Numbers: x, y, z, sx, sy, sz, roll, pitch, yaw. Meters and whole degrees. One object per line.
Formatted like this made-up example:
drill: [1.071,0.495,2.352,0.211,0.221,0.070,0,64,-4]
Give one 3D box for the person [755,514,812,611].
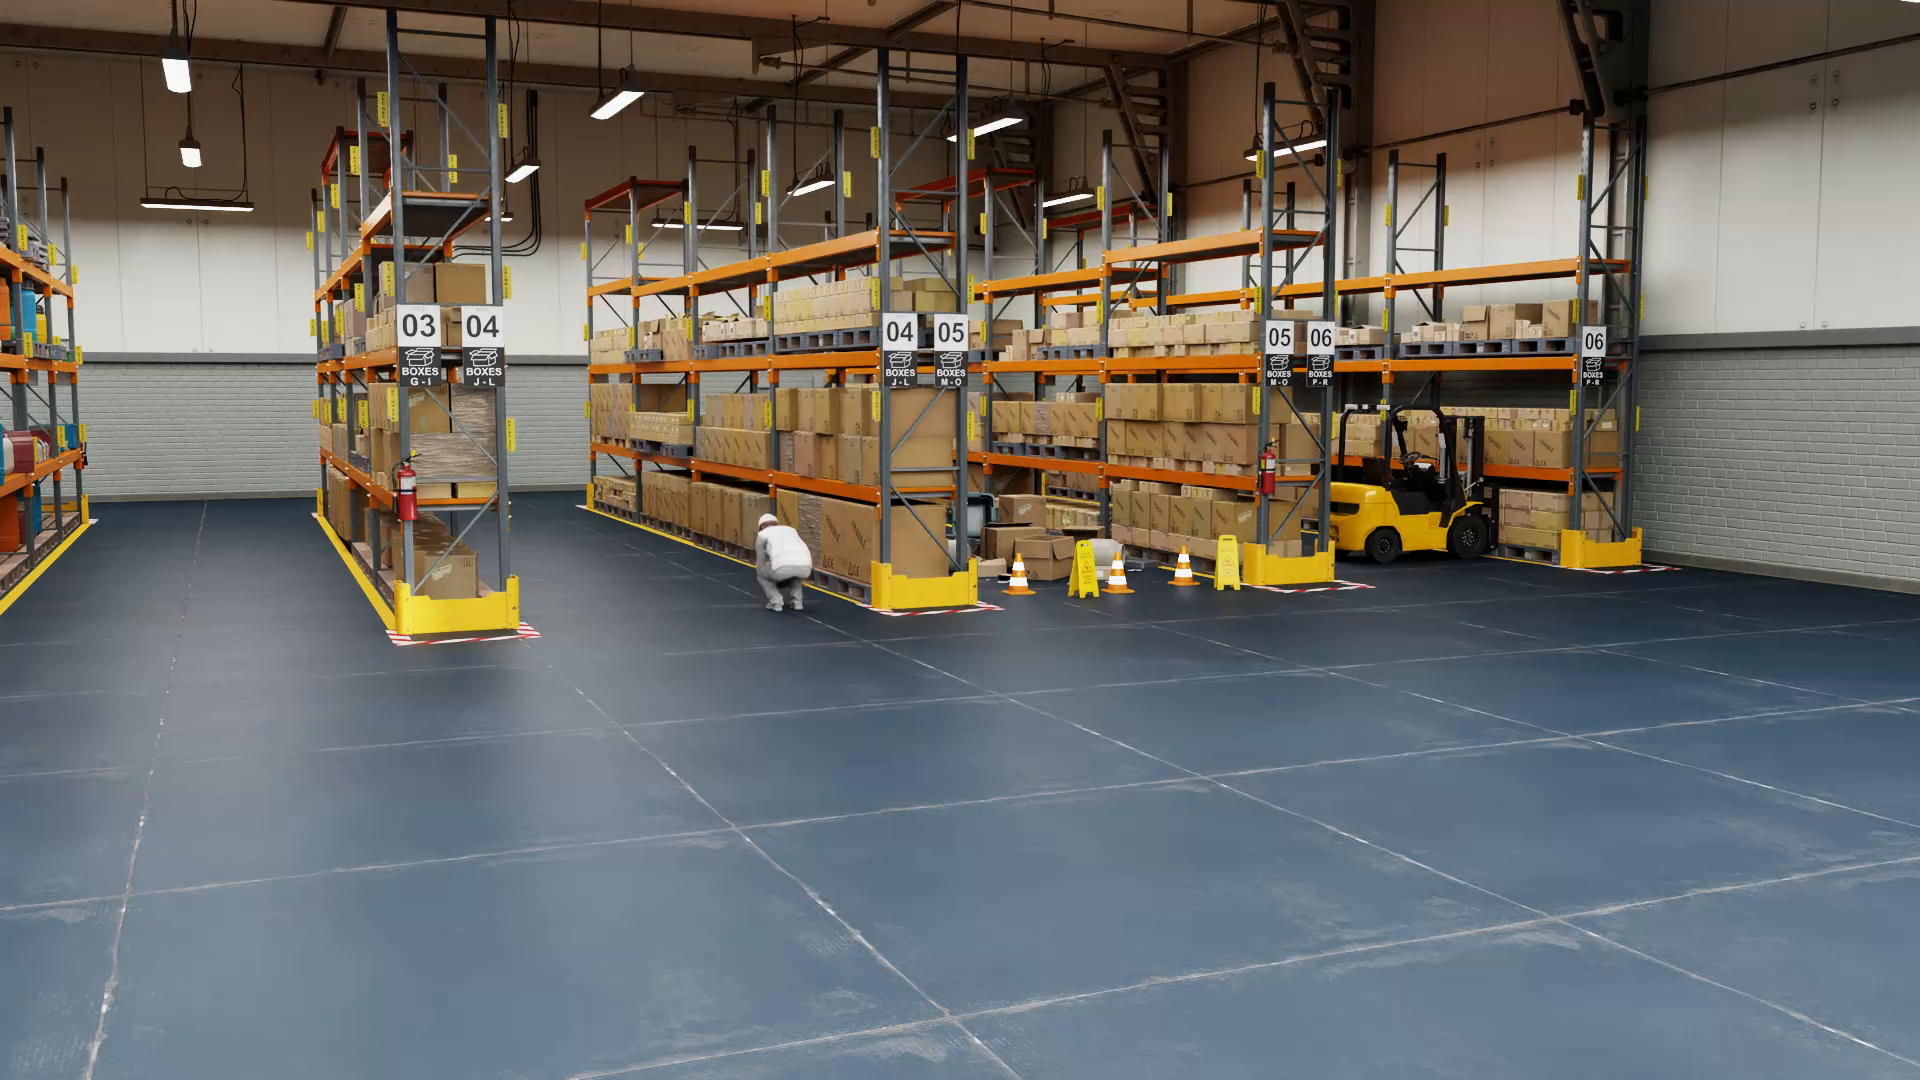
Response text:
person: [-1.950,0.244,18.142,0.507,1.015,0.878,-2,6,-25]
